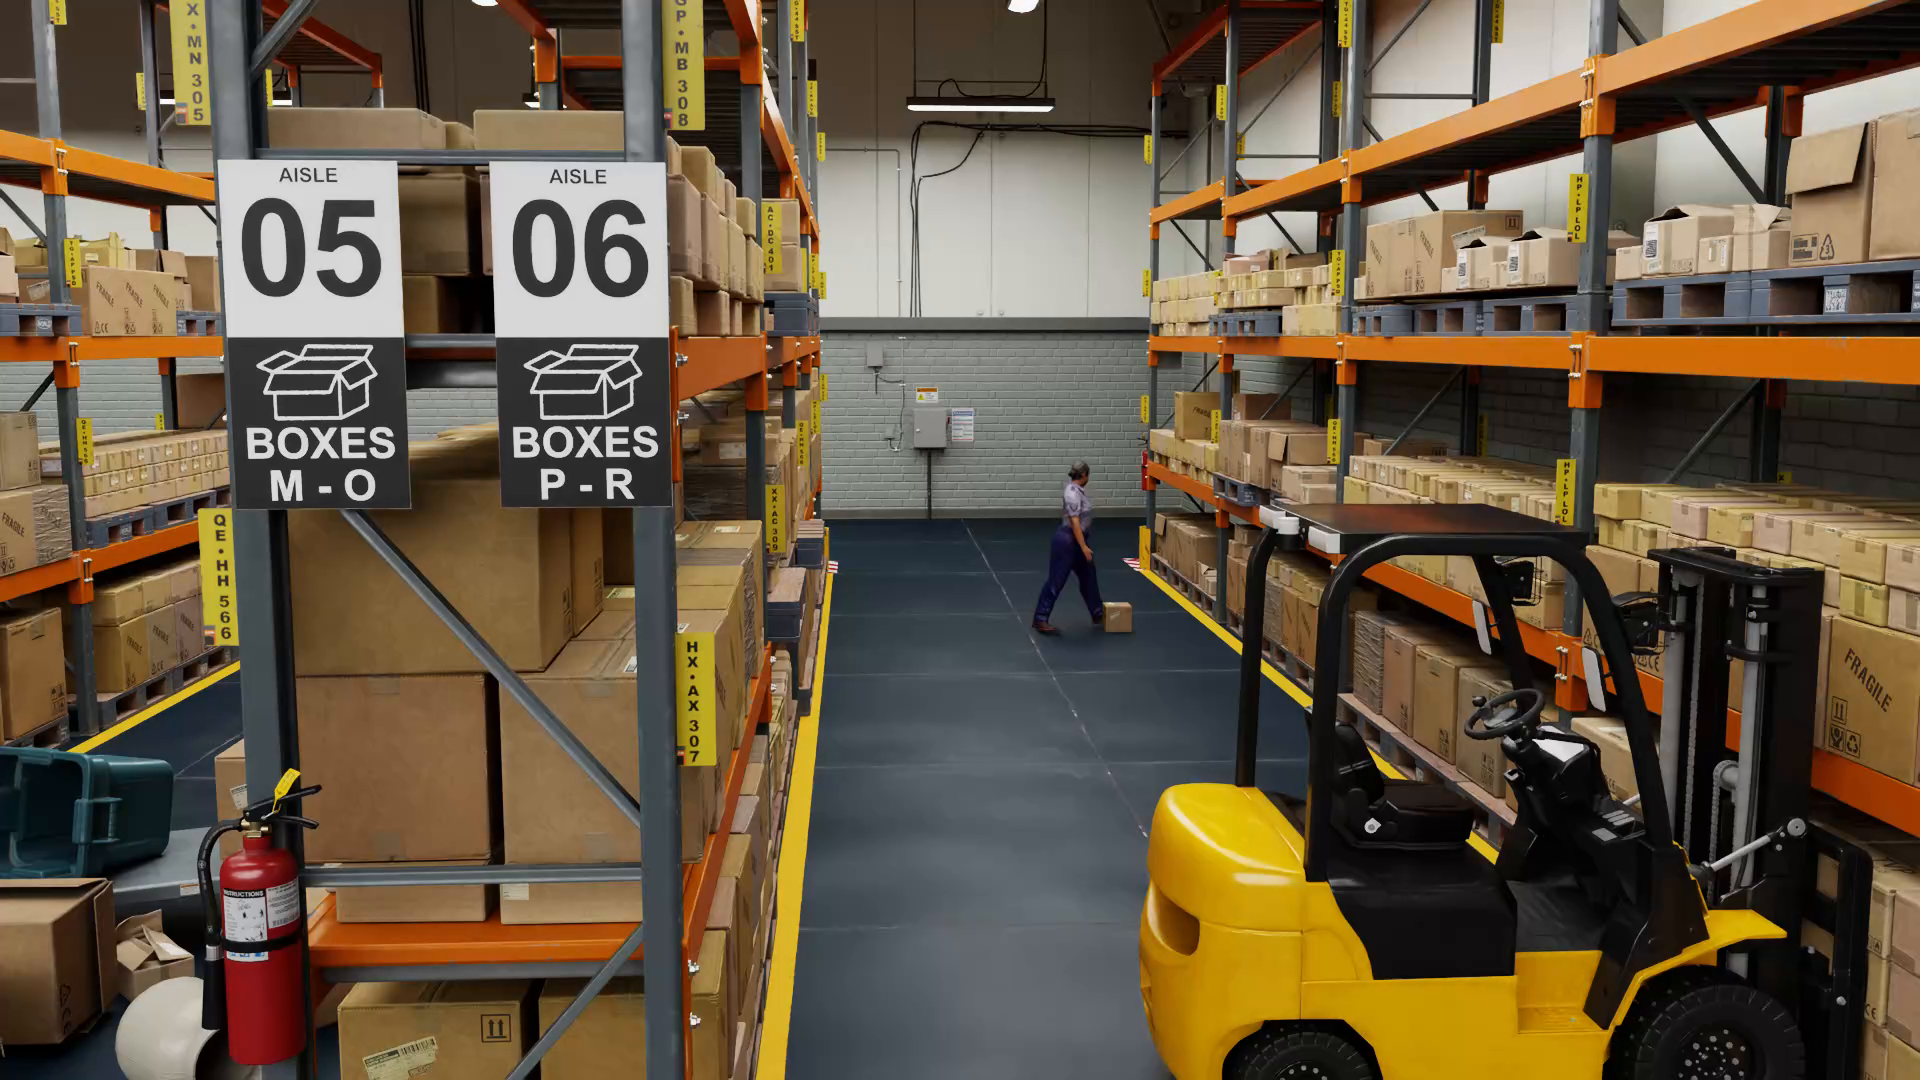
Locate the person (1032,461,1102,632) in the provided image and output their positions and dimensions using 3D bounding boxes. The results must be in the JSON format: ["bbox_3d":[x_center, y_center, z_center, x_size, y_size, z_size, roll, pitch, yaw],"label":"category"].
[{"bbox_3d":[1.121,0.050,15.875,0.810,1.609,0.657,2,7,14],"label":"person"}]
